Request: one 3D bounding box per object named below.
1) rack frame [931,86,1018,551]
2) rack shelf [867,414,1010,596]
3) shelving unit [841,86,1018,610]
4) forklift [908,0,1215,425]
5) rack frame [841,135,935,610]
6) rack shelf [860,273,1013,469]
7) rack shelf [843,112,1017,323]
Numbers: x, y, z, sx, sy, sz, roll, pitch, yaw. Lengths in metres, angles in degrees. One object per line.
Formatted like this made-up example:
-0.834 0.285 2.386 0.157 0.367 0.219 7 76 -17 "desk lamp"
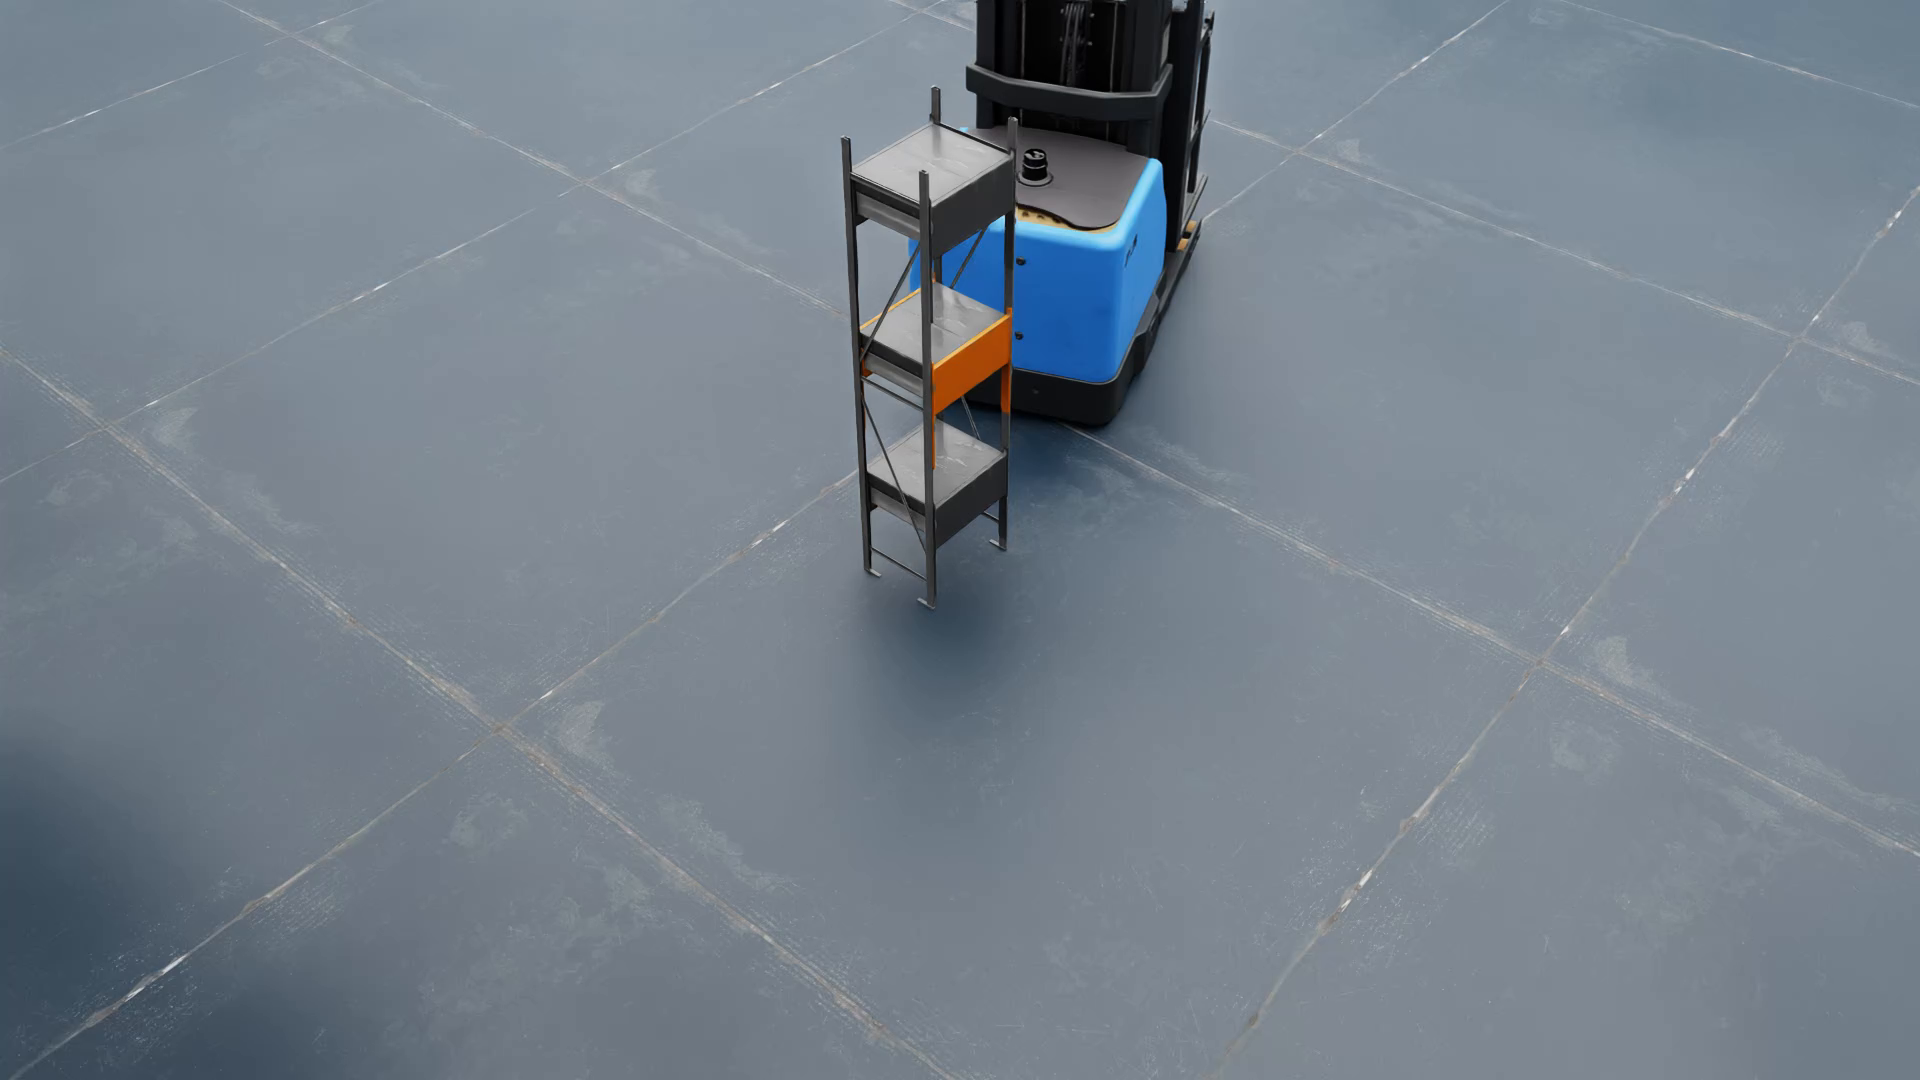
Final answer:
0.050 -0.817 6.770 0.400 2.100 0.015 29 50 28 "rack frame"
-0.107 -0.164 7.112 0.431 0.518 0.480 29 50 28 "rack shelf"
-0.107 -0.692 6.632 0.431 2.100 0.503 29 50 28 "shelving unit"
0.695 -2.640 8.157 1.130 2.935 3.031 13 44 14 "forklift"
-0.264 -0.566 6.494 0.400 2.100 0.015 29 50 28 "rack frame"
-0.107 -0.682 6.641 0.431 0.518 0.480 29 50 28 "rack shelf"
-0.107 -1.199 6.170 0.431 0.518 0.480 29 50 28 "rack shelf"
